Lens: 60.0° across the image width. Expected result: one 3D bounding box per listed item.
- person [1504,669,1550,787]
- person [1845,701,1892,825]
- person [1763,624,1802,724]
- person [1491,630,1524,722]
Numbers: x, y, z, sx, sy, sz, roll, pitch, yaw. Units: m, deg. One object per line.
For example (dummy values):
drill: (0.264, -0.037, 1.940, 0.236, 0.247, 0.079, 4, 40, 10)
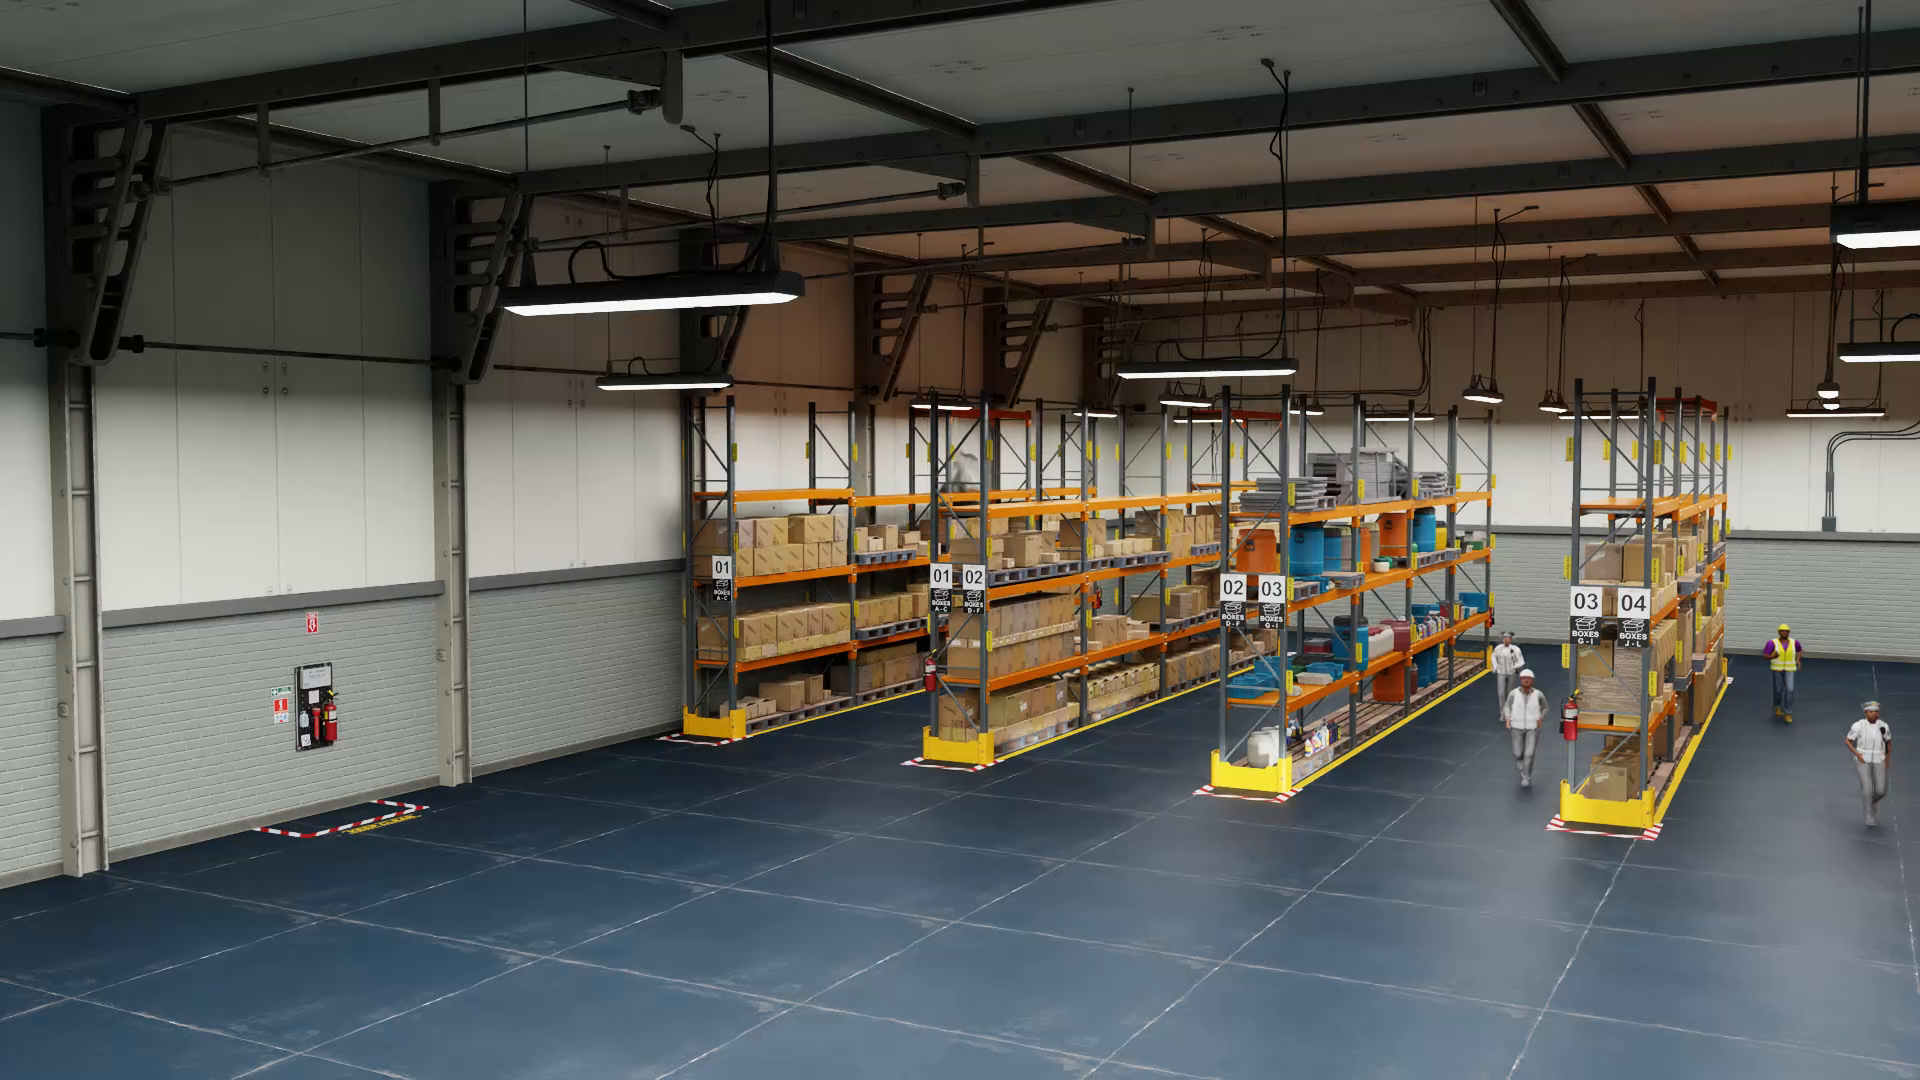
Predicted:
person: (8.563, 2.819, 25.139, 0.670, 1.735, 0.660, 1, 3, 22)
person: (12.289, 2.992, 22.486, 0.582, 1.668, 0.557, 1, 3, 16)
person: (15.363, 2.468, 31.047, 0.683, 1.808, 0.844, 1, 3, 21)
person: (10.195, 2.514, 31.006, 0.627, 1.683, 0.884, 1, 3, 26)
